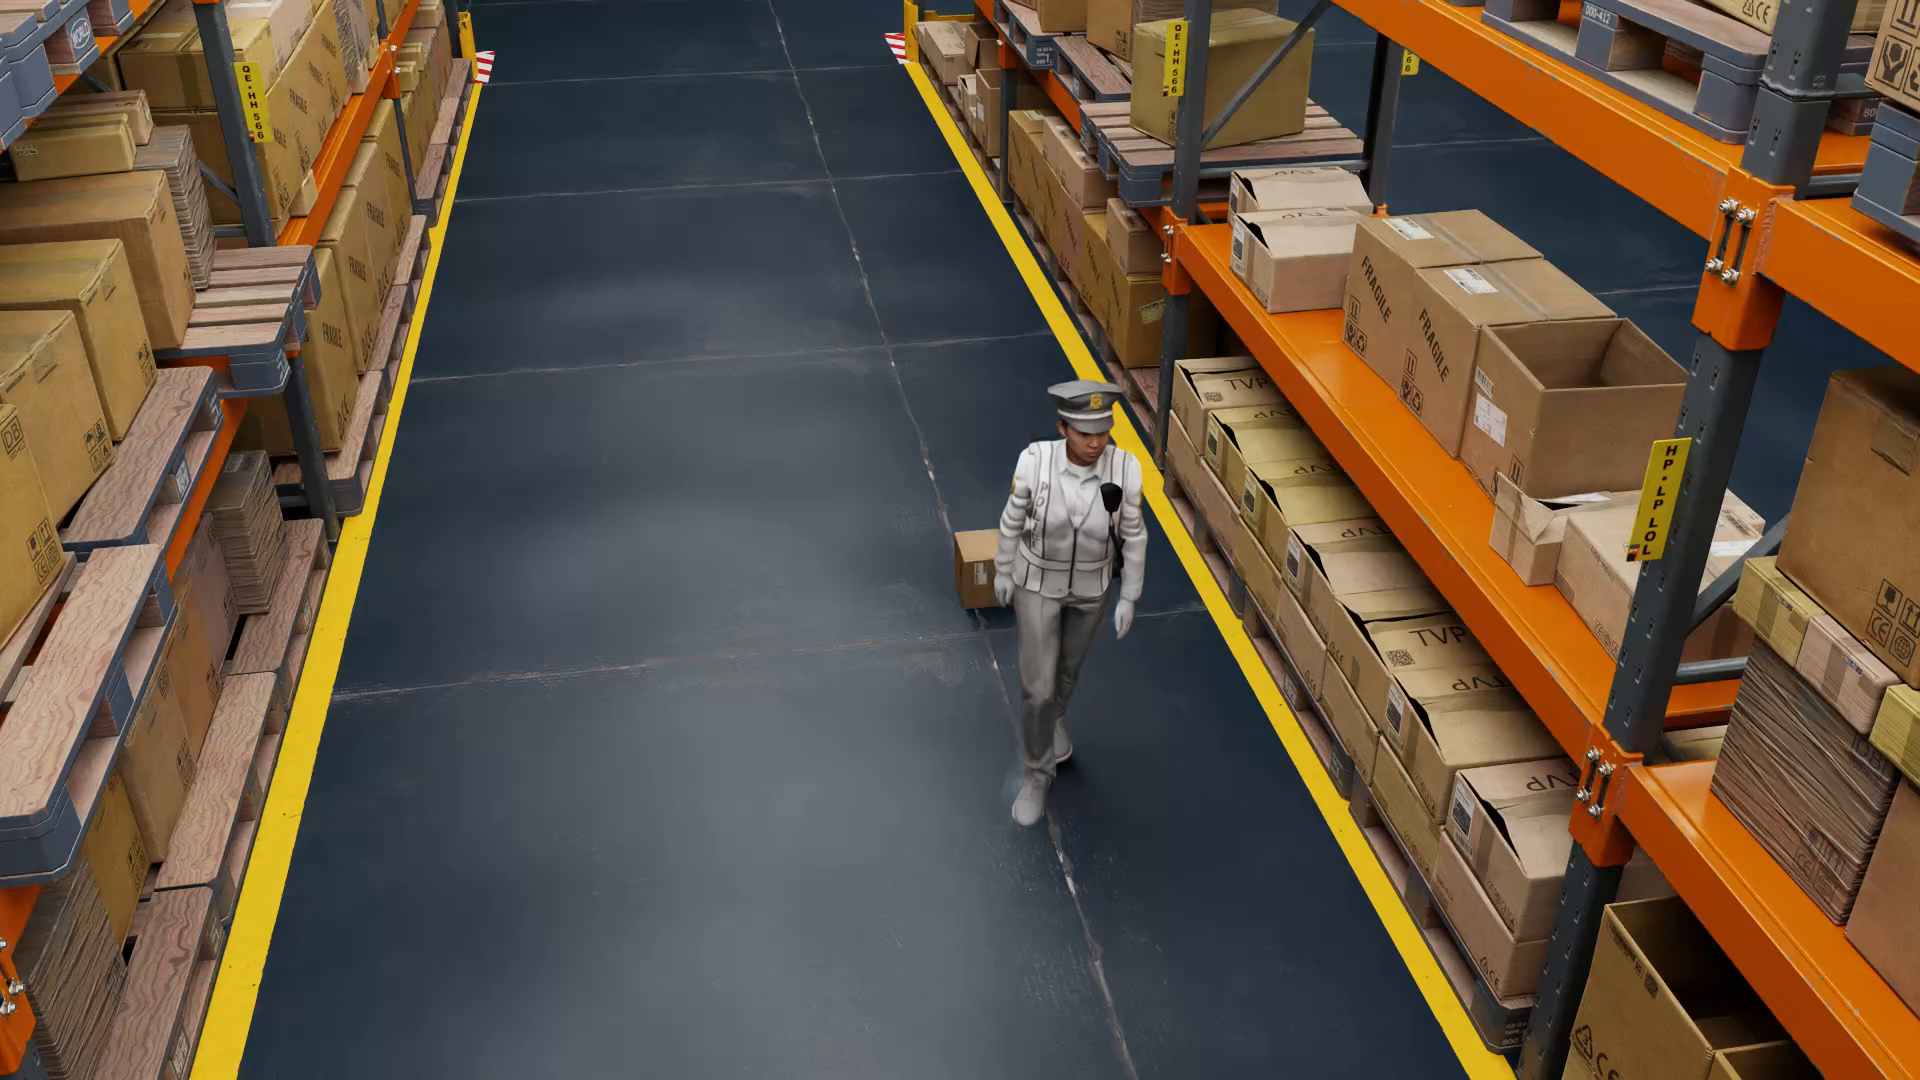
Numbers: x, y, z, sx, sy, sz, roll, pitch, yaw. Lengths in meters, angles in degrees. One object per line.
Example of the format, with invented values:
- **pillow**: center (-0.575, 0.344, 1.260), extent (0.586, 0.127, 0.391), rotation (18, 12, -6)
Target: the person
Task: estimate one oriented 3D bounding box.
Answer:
- **person**: center (0.386, 0.171, 5.855), extent (0.508, 1.714, 0.577), rotation (-4, 31, -6)
